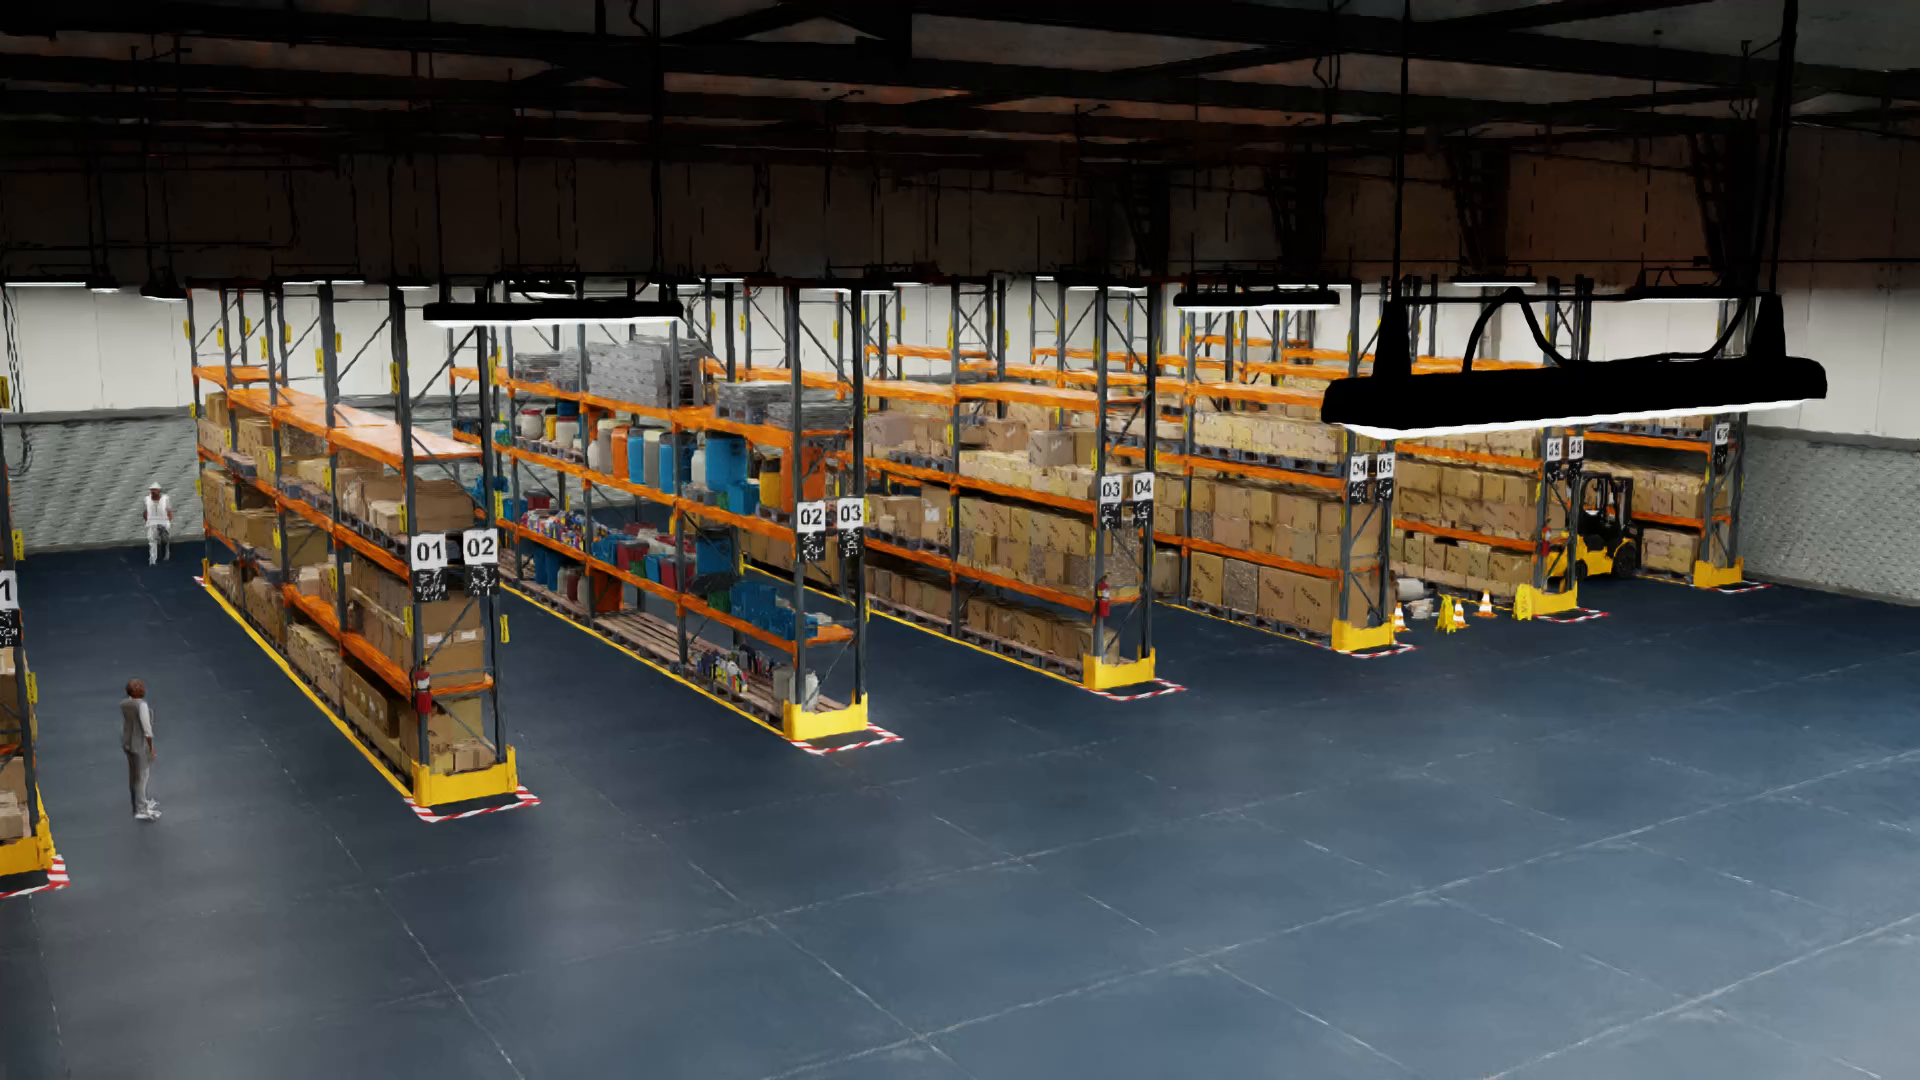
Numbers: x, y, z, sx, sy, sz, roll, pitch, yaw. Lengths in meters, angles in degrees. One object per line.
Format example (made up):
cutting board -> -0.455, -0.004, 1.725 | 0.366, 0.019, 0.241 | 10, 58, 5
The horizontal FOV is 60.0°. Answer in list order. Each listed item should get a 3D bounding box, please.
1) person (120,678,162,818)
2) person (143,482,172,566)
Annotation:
person -> -9.387, 2.363, 19.073 | 0.504, 1.603, 0.419 | 6, 11, 30
person -> -16.798, -0.354, 34.861 | 0.552, 1.724, 1.037 | -4, 10, -23
